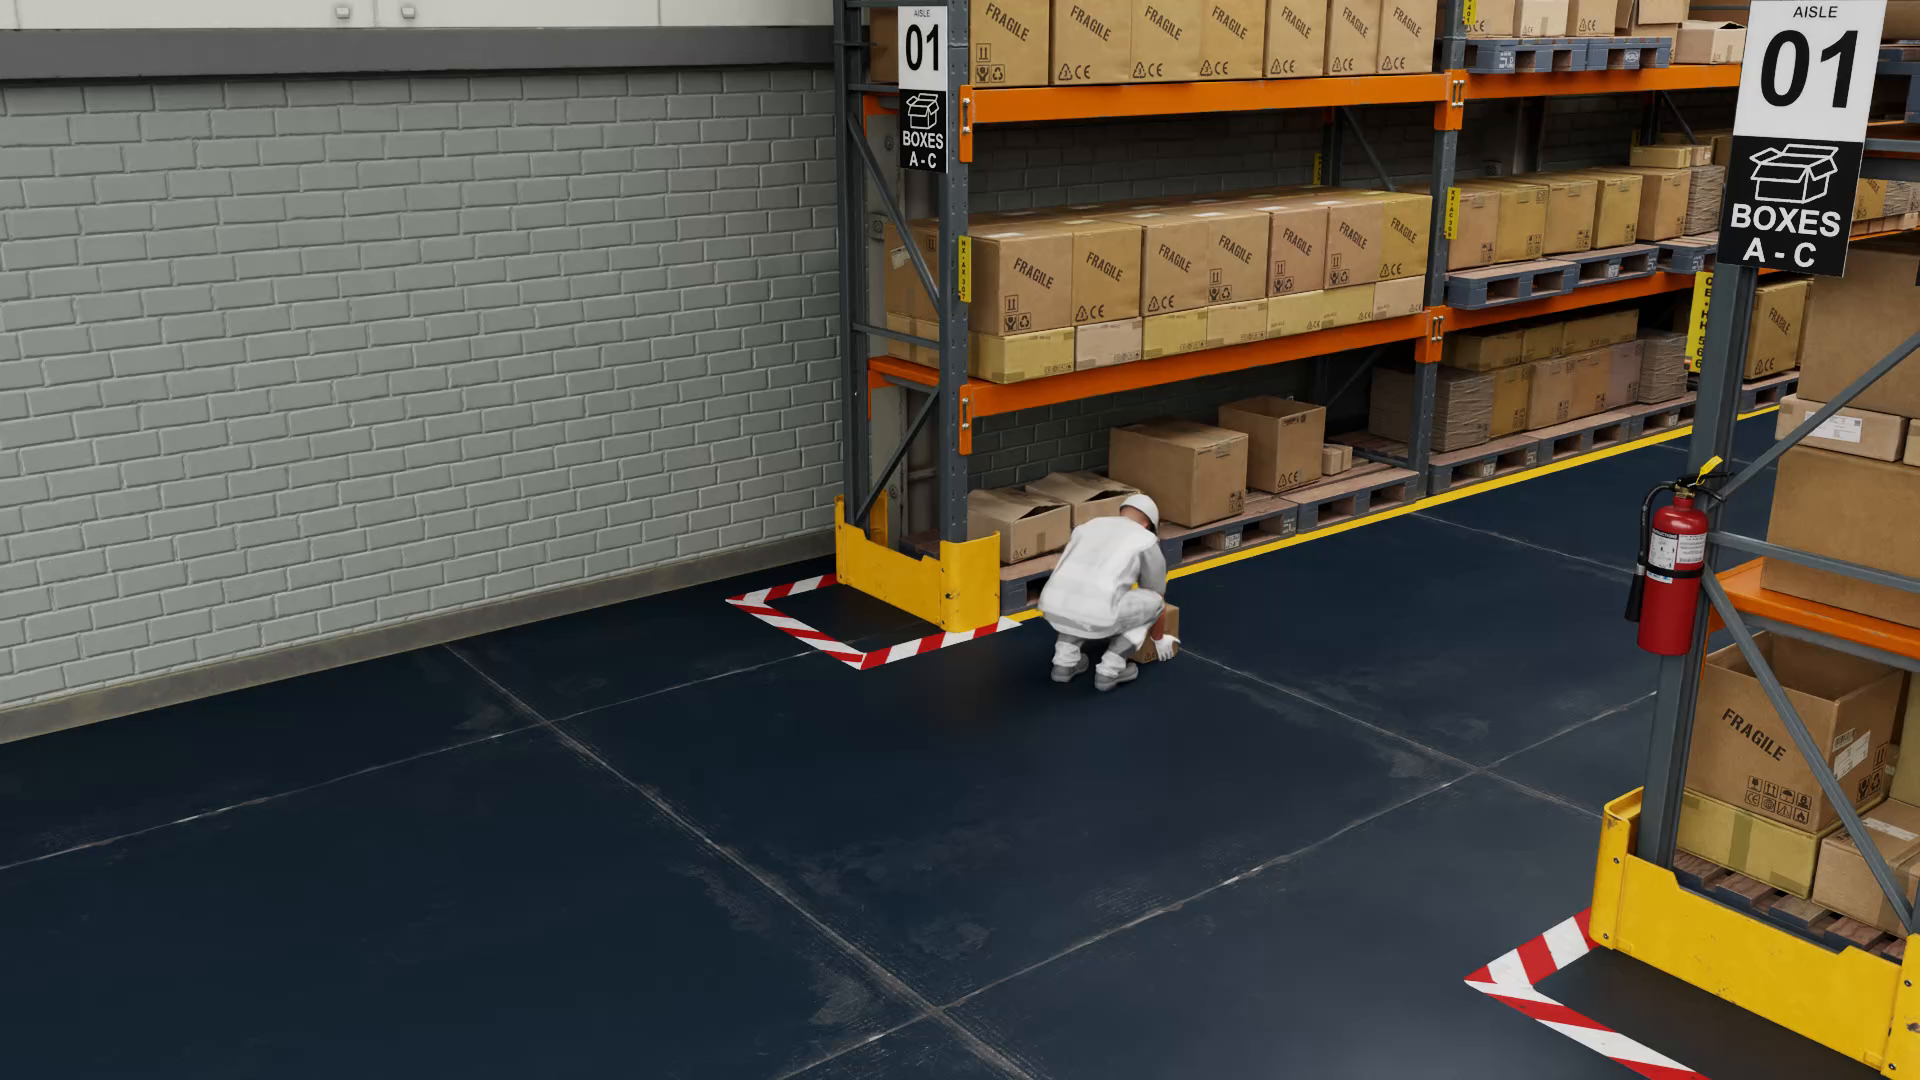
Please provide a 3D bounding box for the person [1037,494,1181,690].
[{"bbox_3d":[0.739,0.275,8.285,0.551,0.877,0.908,13,22,36],"label":"person"}]
